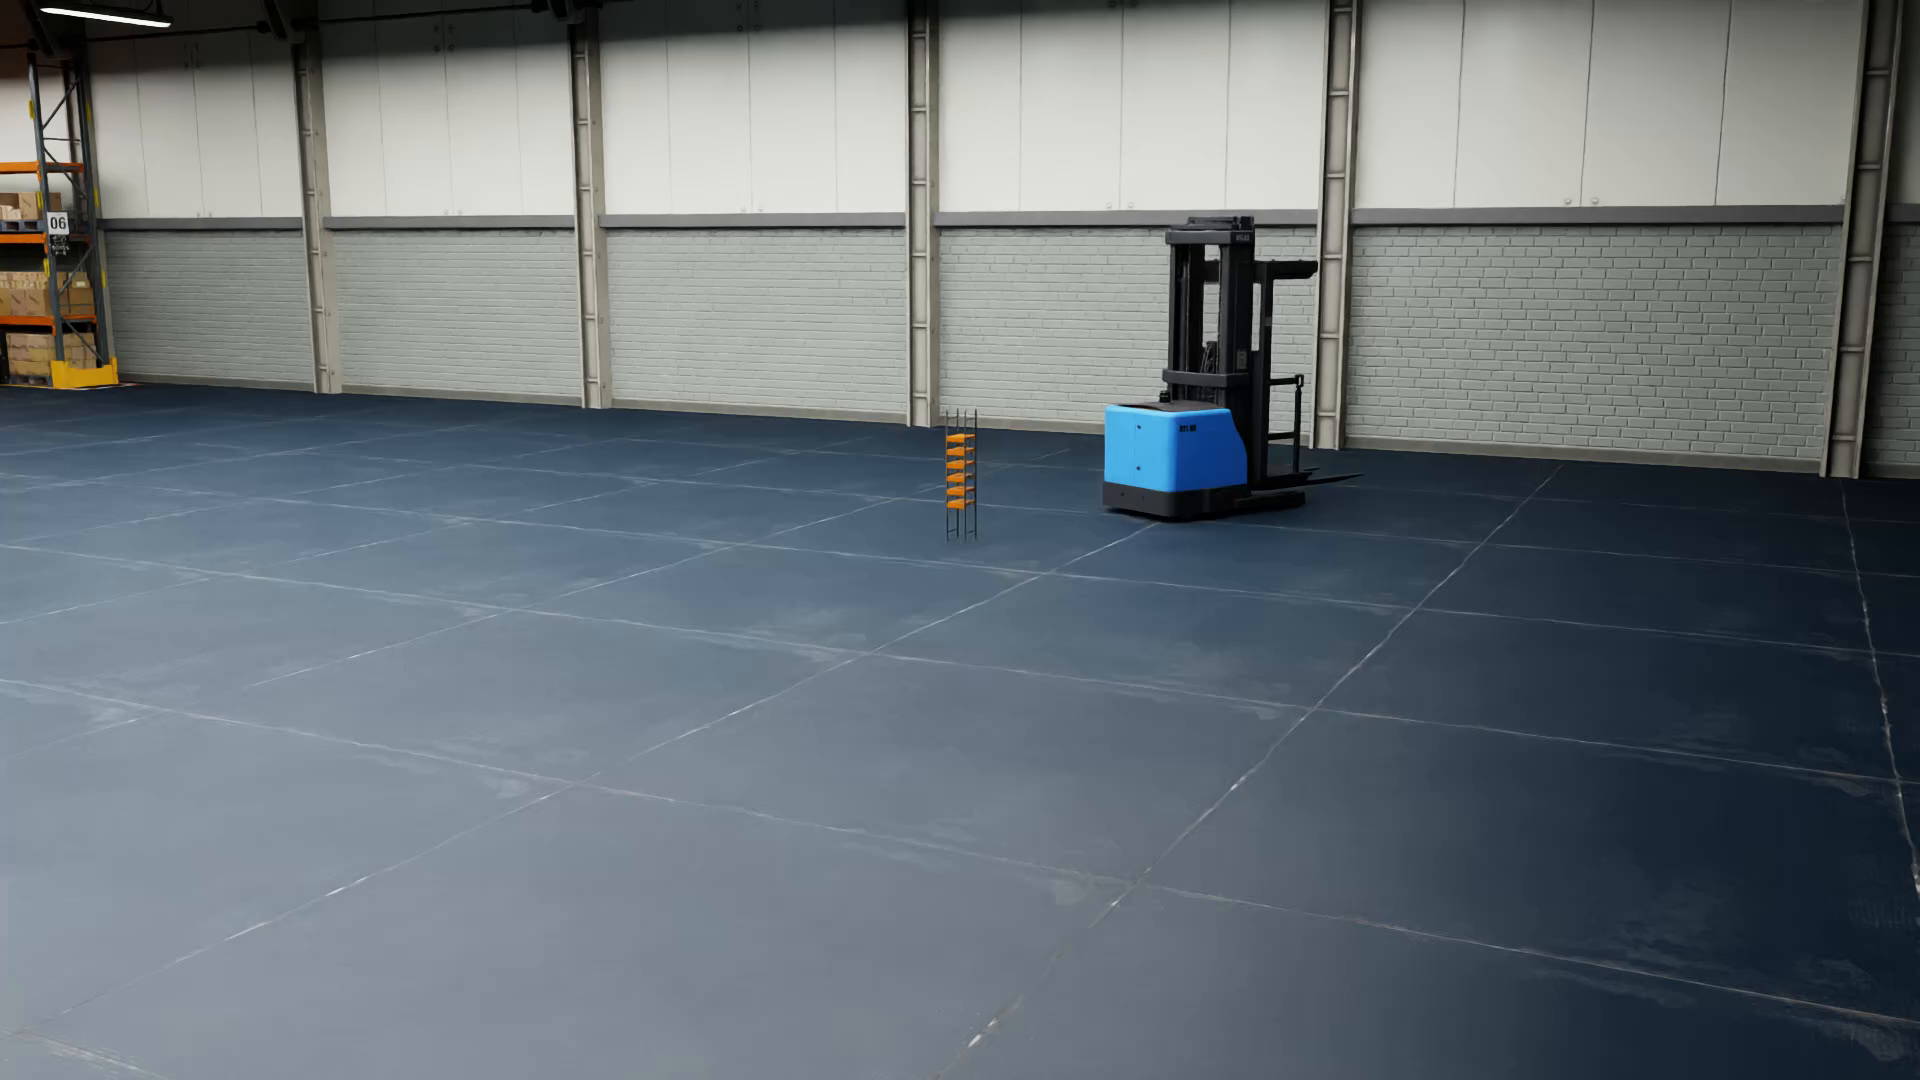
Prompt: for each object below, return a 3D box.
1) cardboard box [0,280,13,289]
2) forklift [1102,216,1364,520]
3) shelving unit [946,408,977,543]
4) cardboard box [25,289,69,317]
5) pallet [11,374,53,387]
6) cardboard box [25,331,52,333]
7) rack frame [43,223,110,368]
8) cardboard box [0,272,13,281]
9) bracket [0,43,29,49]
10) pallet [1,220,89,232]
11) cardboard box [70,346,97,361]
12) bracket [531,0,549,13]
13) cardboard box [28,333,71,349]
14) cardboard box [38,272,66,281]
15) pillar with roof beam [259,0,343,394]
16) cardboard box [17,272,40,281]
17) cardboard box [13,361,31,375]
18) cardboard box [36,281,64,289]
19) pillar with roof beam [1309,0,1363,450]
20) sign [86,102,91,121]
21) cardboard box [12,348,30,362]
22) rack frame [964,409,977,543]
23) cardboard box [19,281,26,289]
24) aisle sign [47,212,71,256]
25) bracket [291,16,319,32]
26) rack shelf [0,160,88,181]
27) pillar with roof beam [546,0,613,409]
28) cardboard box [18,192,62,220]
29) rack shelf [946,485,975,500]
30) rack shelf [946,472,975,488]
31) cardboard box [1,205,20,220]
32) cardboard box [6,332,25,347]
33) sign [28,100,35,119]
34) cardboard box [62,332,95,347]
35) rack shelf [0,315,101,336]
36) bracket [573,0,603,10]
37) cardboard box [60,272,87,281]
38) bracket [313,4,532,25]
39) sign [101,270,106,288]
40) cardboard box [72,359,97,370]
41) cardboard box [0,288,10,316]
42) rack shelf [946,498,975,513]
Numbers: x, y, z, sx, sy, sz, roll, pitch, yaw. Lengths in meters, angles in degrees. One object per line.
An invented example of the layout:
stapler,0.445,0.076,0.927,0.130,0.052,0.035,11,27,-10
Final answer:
cardboard box,-17.819,-4.815,31.310,0.250,0.149,0.380,5,11,24
forklift,2.933,-1.823,17.074,3.031,2.935,1.130,-7,13,-35
shelving unit,0.013,-0.589,15.117,0.189,1.200,0.258,5,11,26
cardboard box,-17.016,-4.430,31.001,0.500,0.500,0.500,5,11,25
pallet,-17.163,-3.065,31.572,1.213,0.211,1.003,5,11,26
cardboard box,-17.699,-3.877,31.964,0.500,0.250,0.500,5,11,25
rack frame,-16.459,-4.383,31.028,0.127,3.000,1.000,5,11,26
cardboard box,-17.828,-4.958,31.264,0.250,0.149,0.380,5,12,27
bracket,-19.524,-9.485,32.261,4.783,0.066,0.076,5,11,26
pallet,-17.081,-5.876,31.099,1.213,0.211,1.003,5,11,26
cardboard box,-16.788,-3.553,31.579,0.500,0.250,0.500,5,12,27
bracket,-6.452,-8.336,25.914,0.430,0.232,0.235,5,11,26
cardboard box,-17.010,-3.716,31.072,0.500,0.250,0.500,5,12,28
cardboard box,-16.873,-4.893,30.905,0.250,0.149,0.380,5,11,26
pillar with roof beam,-13.208,-6.374,25.181,0.548,9.000,9.100,5,11,26
cardboard box,-17.355,-4.924,31.075,0.250,0.149,0.380,5,12,27
cardboard box,-17.462,-3.264,31.386,0.500,0.250,0.500,5,11,26
cardboard box,-16.894,-4.734,30.865,0.250,0.149,0.380,5,11,27
pillar with roof beam,2.934,-4.956,17.344,0.400,9.000,9.100,5,11,26
sign,-16.208,-7.961,30.883,0.005,0.325,0.100,5,11,26
cardboard box,-17.479,-3.513,31.355,0.500,0.250,0.500,5,11,25
rack frame,0.095,-0.582,15.077,0.006,1.200,0.240,5,11,26
cardboard box,-17.342,-4.780,31.117,0.250,0.149,0.380,5,12,27
aisle sign,-16.530,-5.611,30.509,0.004,0.787,0.394,5,11,26
bracket,-11.089,-8.743,28.165,0.430,0.232,0.235,5,11,26
rack shelf,-18.252,-6.942,31.464,4.000,0.370,1.077,5,11,26
pillar with roof beam,-7.828,-5.901,22.568,0.548,9.000,9.100,5,11,26
cardboard box,-16.964,-6.161,30.683,0.500,0.500,0.500,5,12,28
rack shelf,0.013,-0.427,15.146,0.180,0.103,0.258,5,11,26
rack shelf,0.013,-0.546,15.125,0.180,0.103,0.258,5,11,26
cardboard box,-17.564,-6.086,30.930,0.258,0.266,0.396,5,11,26
cardboard box,-17.927,-3.793,31.500,0.500,0.250,0.500,5,11,27
sign,-16.712,-7.749,29.931,0.005,0.325,0.100,5,11,26
cardboard box,-16.806,-3.797,31.523,0.500,0.250,0.500,5,11,25
rack shelf,-18.252,-4.187,31.963,4.000,0.370,1.077,5,11,26
bracket,-5.708,-8.271,25.553,0.430,0.232,0.235,5,11,26
cardboard box,-16.665,-4.959,31.269,0.250,0.149,0.380,5,11,25
bracket,-8.763,-8.539,27.036,4.783,0.066,0.076,5,11,26
sign,-16.208,-4.937,31.431,0.005,0.325,0.100,5,11,26
cardboard box,-16.813,-3.307,31.622,0.500,0.250,0.500,5,11,26
cardboard box,-17.937,-4.512,31.458,0.500,0.500,0.500,5,11,25
rack shelf,0.013,-0.309,15.168,0.180,0.103,0.258,5,11,26
